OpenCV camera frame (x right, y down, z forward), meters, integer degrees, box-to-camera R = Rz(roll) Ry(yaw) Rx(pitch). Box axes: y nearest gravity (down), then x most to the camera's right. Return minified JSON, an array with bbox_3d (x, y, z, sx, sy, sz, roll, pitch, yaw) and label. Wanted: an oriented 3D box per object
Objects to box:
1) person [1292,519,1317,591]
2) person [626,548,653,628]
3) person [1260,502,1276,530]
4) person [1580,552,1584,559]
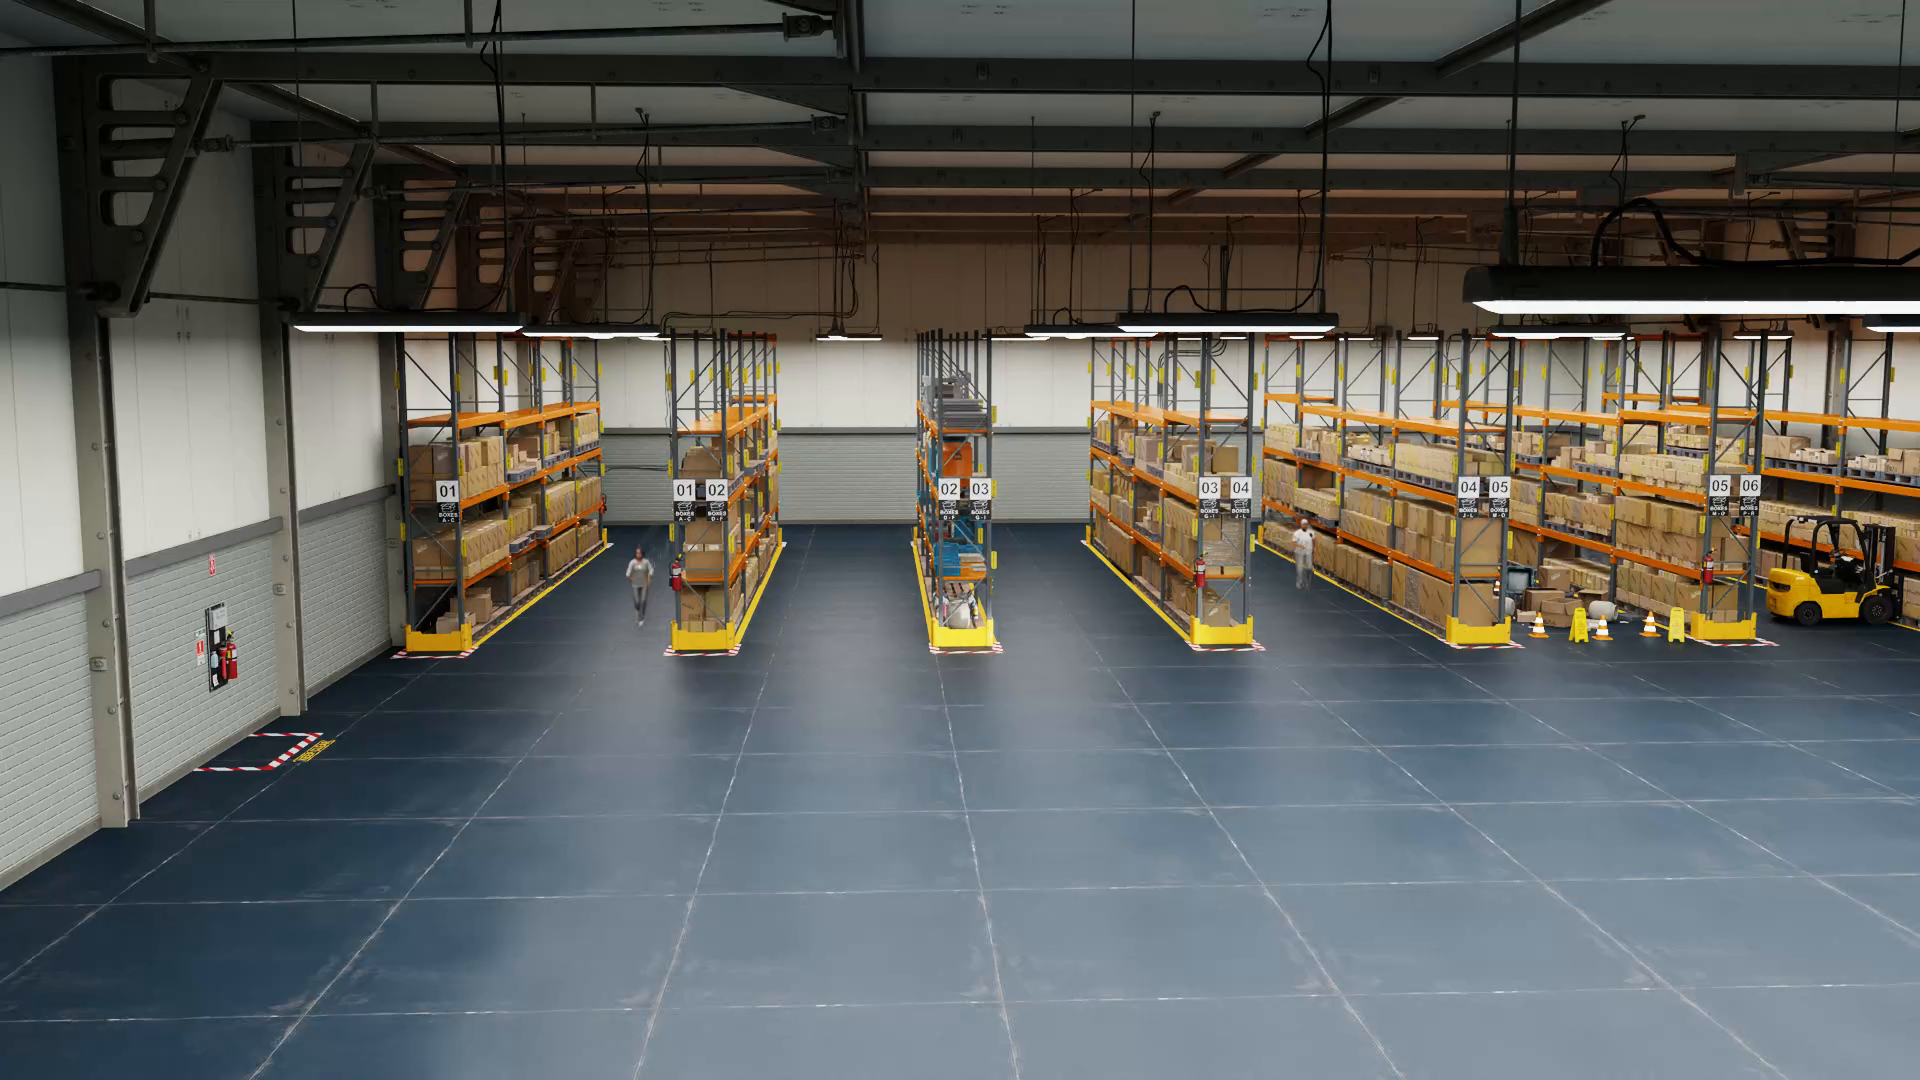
[{"bbox_3d":[8.022,0.363,38.712,0.619,1.711,0.691,0,7,0],"label":"person"},{"bbox_3d":[-6.524,0.948,33.890,0.539,1.591,0.831,-1,7,-11],"label":"person"},{"bbox_3d":[9.174,-0.859,49.117,0.612,1.633,0.703,1,7,6],"label":"person"},{"bbox_3d":[15.887,-0.158,42.697,0.581,1.671,0.932,-1,7,-6],"label":"person"}]
